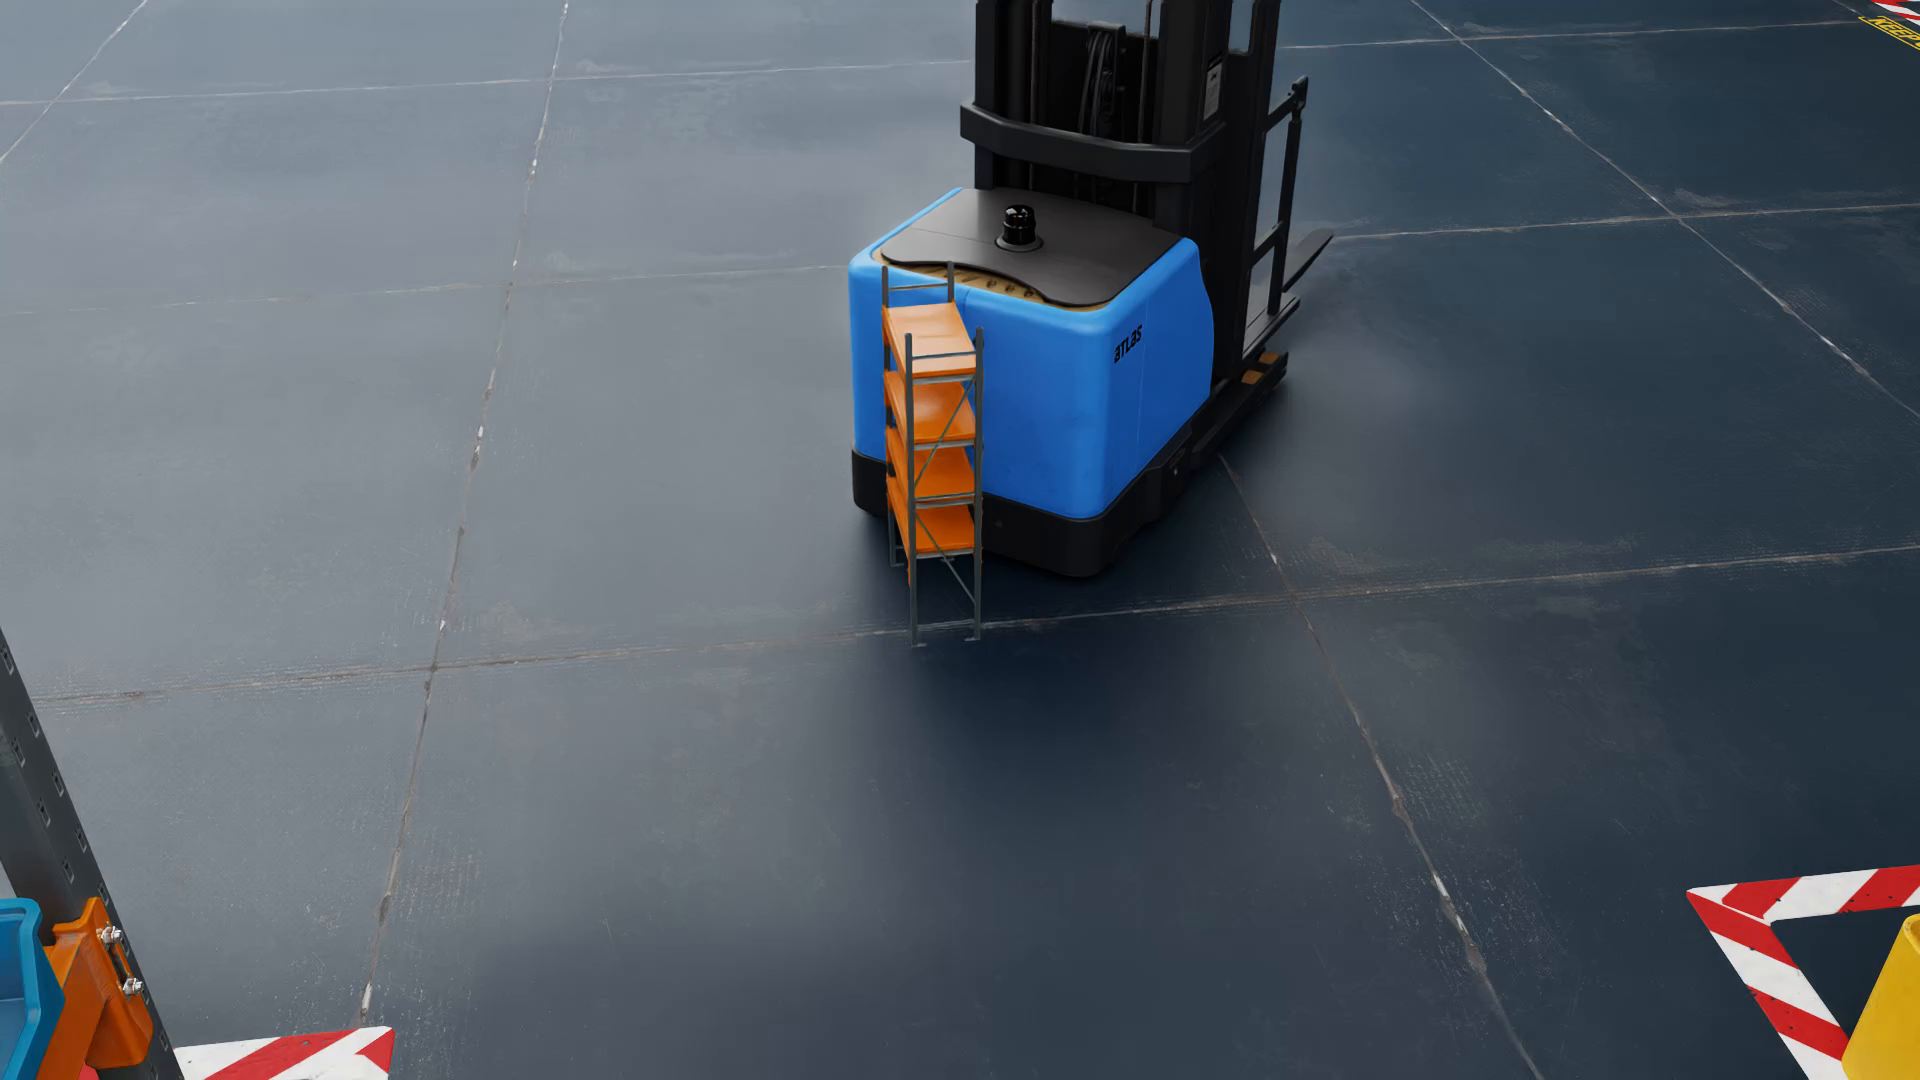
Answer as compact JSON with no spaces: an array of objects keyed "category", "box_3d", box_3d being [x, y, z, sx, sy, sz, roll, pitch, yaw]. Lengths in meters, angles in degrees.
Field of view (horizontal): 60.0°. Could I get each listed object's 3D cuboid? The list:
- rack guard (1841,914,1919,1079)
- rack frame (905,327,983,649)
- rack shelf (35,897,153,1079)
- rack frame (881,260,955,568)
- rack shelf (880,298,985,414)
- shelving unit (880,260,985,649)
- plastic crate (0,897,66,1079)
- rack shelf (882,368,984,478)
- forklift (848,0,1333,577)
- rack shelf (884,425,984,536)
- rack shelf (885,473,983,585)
[{"category":"rack guard","box_3d":[2.857,1.171,4.088,1.175,0.500,0.348,-4,35,-6]},{"category":"rack frame","box_3d":[-0.048,-0.139,5.389,0.240,1.200,0.015,-6,35,-9]},{"category":"rack shelf","box_3d":[-1.780,1.938,1.382,1.077,0.370,4.000,-4,35,-6]},{"category":"rack frame","box_3d":[-0.139,-0.409,5.785,0.240,1.200,0.015,-6,35,-9]},{"category":"rack shelf","box_3d":[-0.093,-0.599,5.365,0.258,0.148,0.480,-6,35,-9]},{"category":"shelving unit","box_3d":[-0.093,-0.274,5.587,0.258,1.200,0.503,-6,35,-9]},{"category":"plastic crate","box_3d":[-1.685,0.842,2.482,0.499,0.251,0.616,-4,35,-6]},{"category":"rack shelf","box_3d":[-0.093,-0.403,5.499,0.258,0.148,0.480,-6,35,-9]},{"category":"forklift","box_3d":[0.762,-1.882,6.409,1.130,2.935,3.031,18,38,24]},{"category":"rack shelf","box_3d":[-0.093,-0.219,5.625,0.258,0.148,0.480,-6,35,-9]},{"category":"rack shelf","box_3d":[-0.093,-0.054,5.736,0.258,0.148,0.480,-6,35,-9]}]
